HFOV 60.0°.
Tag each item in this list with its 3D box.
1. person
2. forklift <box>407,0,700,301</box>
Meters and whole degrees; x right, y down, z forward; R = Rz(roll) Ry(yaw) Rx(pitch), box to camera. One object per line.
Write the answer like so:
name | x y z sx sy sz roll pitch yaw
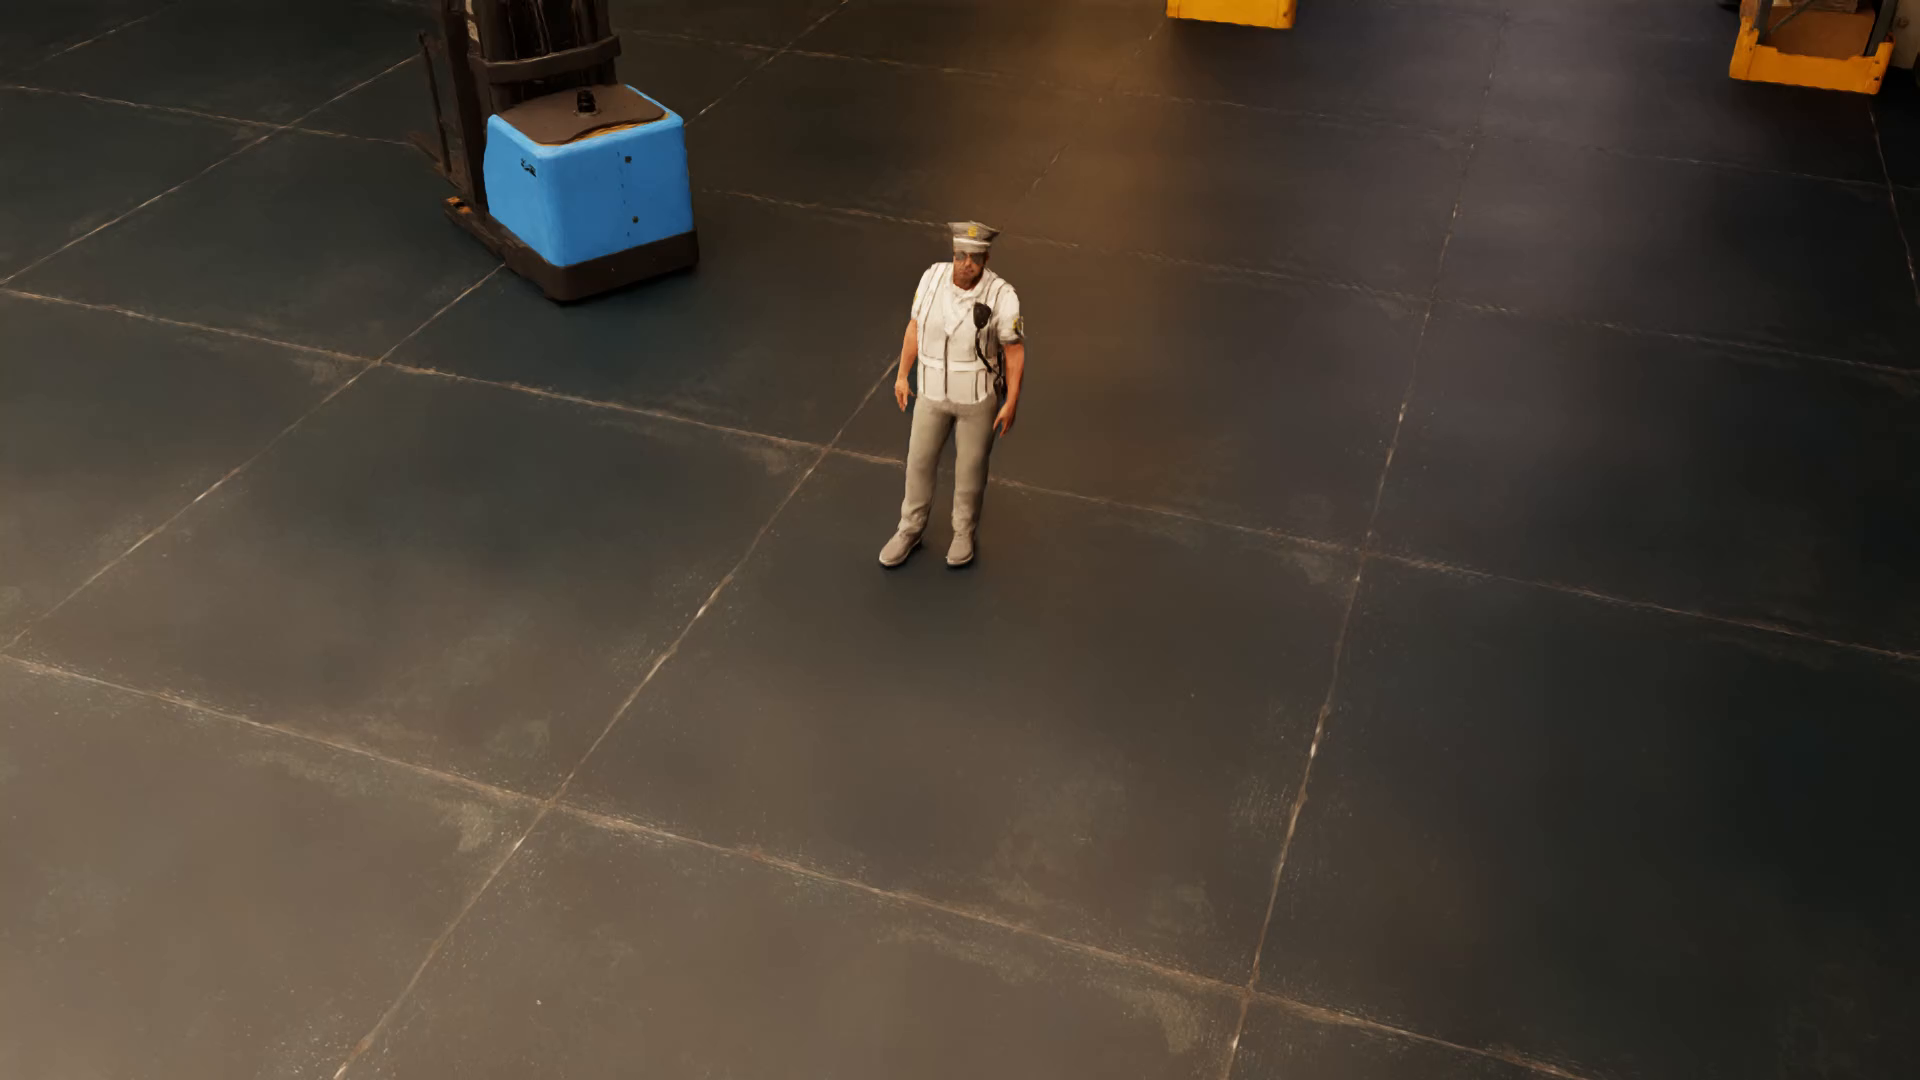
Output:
person | -0.037 -0.693 8.068 0.640 1.781 0.574 12 37 16
forklift | -3.033 -3.534 11.095 1.130 2.935 3.031 -23 41 -29
